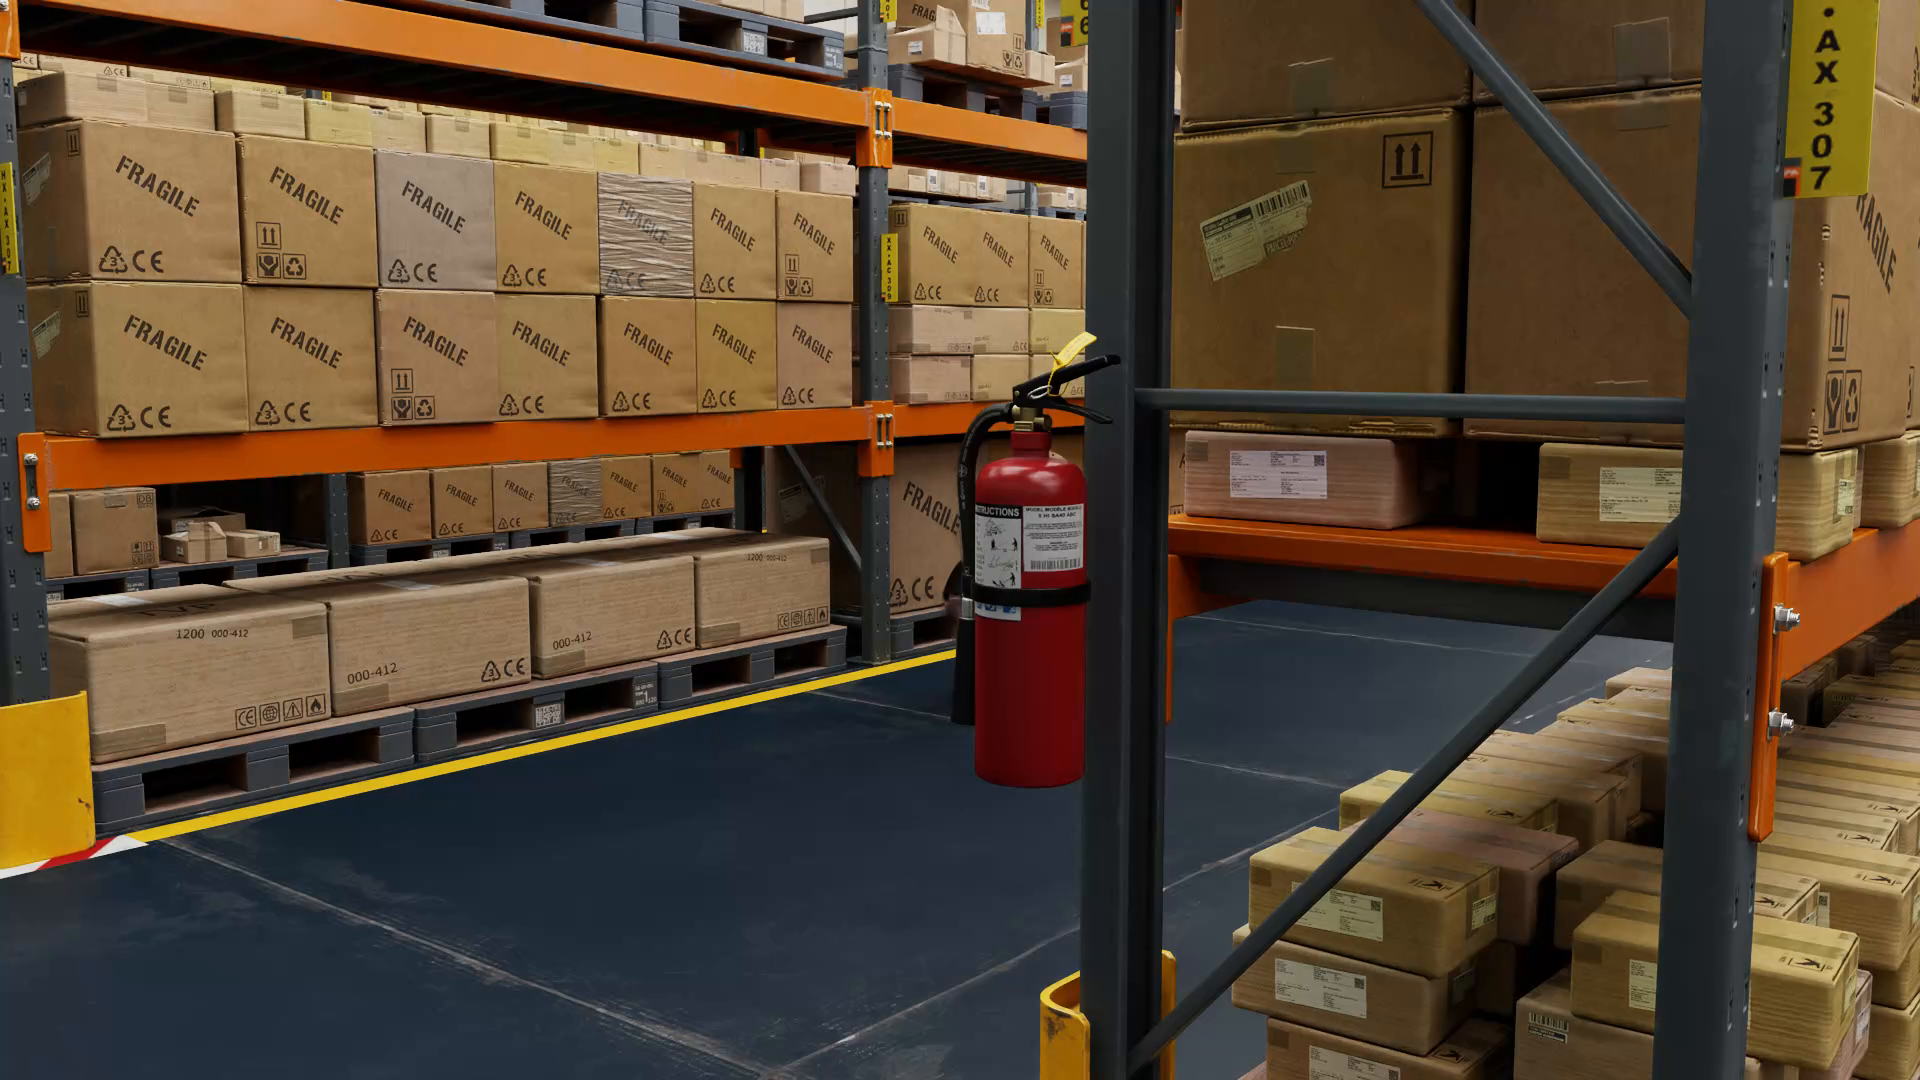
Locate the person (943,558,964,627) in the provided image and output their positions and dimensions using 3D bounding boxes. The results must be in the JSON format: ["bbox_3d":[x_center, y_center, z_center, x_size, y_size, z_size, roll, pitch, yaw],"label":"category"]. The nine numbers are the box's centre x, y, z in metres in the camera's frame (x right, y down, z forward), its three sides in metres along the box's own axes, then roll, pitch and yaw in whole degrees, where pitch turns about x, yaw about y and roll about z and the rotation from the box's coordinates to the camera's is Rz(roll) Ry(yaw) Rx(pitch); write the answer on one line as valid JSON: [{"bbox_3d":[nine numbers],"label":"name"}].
[{"bbox_3d":[0.310,0.345,7.597,0.508,0.791,0.935,5,8,37],"label":"person"}]
